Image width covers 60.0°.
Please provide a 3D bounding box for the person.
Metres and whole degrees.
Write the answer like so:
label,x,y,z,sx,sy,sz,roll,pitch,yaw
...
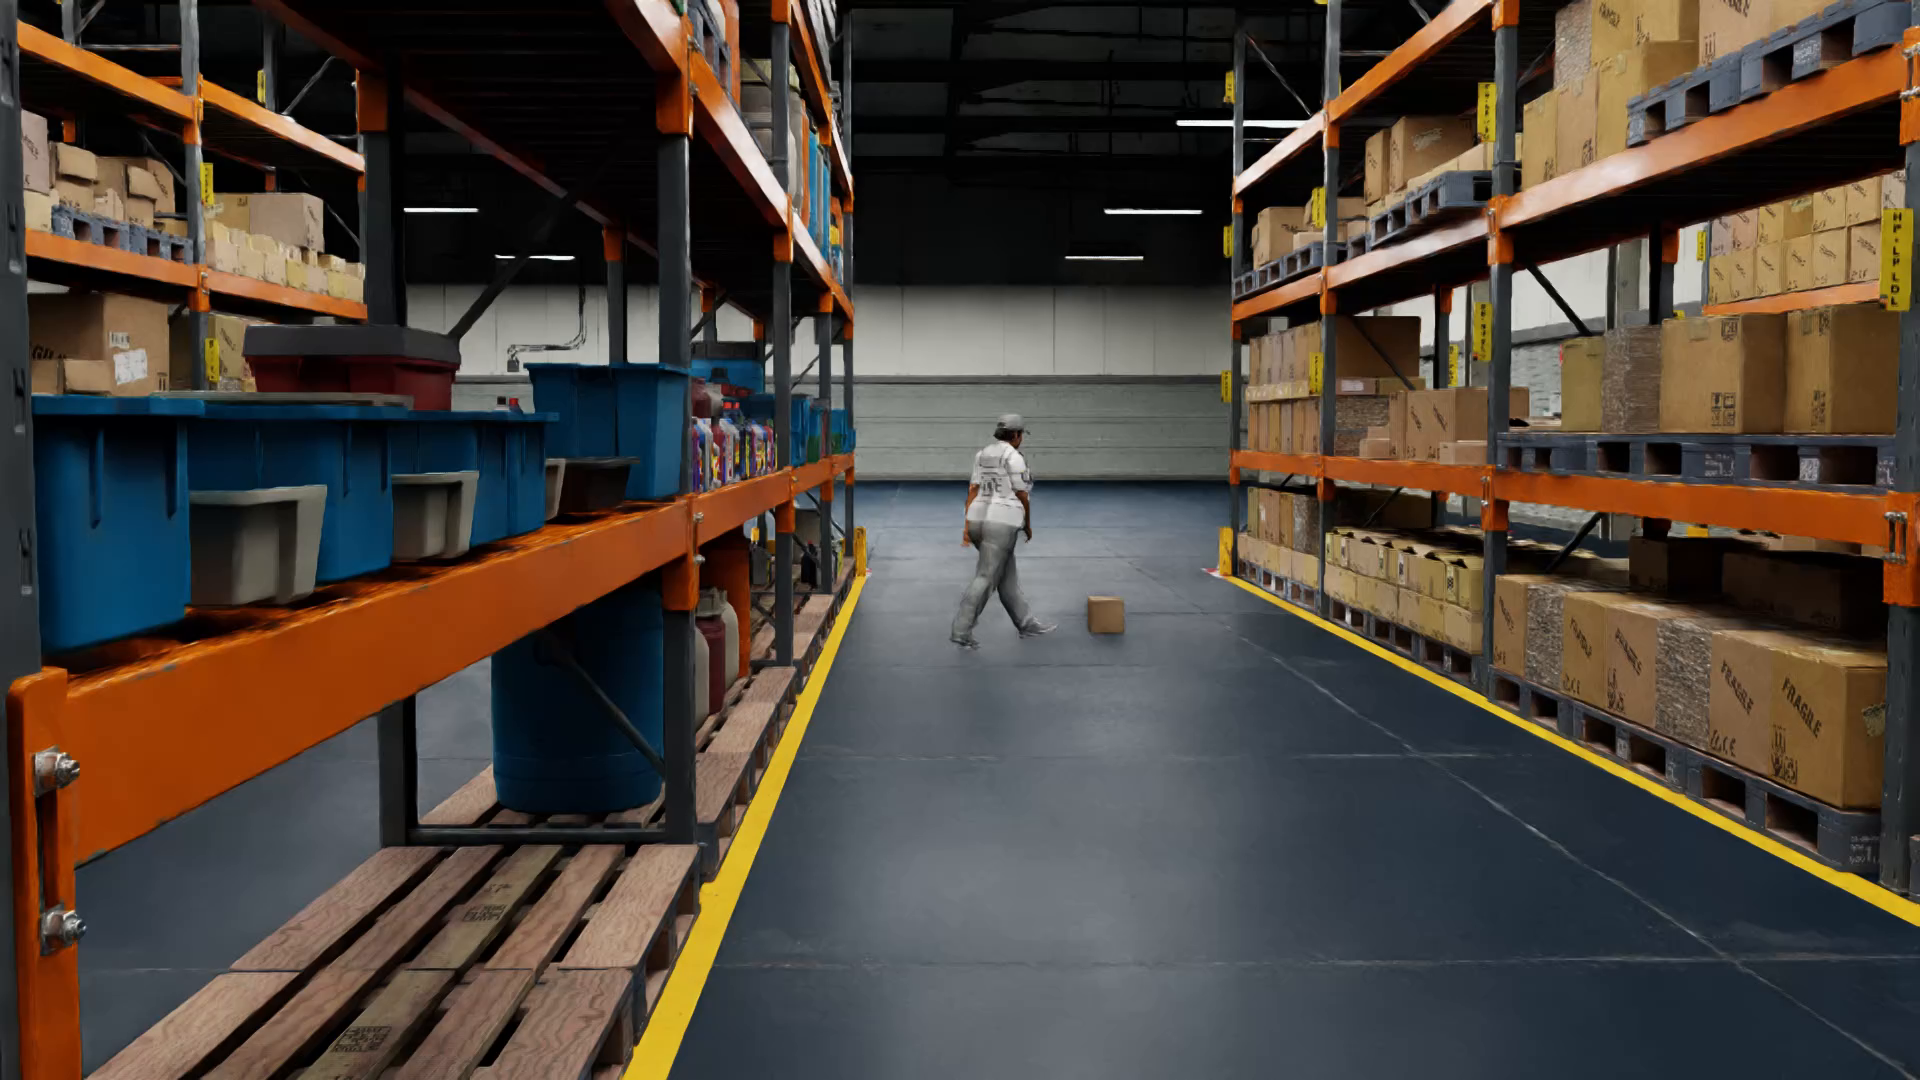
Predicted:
label,x,y,z,sx,sy,sz,roll,pitch,yaw
person,0.310,-0.079,11.606,0.958,1.623,0.468,-2,5,-32
